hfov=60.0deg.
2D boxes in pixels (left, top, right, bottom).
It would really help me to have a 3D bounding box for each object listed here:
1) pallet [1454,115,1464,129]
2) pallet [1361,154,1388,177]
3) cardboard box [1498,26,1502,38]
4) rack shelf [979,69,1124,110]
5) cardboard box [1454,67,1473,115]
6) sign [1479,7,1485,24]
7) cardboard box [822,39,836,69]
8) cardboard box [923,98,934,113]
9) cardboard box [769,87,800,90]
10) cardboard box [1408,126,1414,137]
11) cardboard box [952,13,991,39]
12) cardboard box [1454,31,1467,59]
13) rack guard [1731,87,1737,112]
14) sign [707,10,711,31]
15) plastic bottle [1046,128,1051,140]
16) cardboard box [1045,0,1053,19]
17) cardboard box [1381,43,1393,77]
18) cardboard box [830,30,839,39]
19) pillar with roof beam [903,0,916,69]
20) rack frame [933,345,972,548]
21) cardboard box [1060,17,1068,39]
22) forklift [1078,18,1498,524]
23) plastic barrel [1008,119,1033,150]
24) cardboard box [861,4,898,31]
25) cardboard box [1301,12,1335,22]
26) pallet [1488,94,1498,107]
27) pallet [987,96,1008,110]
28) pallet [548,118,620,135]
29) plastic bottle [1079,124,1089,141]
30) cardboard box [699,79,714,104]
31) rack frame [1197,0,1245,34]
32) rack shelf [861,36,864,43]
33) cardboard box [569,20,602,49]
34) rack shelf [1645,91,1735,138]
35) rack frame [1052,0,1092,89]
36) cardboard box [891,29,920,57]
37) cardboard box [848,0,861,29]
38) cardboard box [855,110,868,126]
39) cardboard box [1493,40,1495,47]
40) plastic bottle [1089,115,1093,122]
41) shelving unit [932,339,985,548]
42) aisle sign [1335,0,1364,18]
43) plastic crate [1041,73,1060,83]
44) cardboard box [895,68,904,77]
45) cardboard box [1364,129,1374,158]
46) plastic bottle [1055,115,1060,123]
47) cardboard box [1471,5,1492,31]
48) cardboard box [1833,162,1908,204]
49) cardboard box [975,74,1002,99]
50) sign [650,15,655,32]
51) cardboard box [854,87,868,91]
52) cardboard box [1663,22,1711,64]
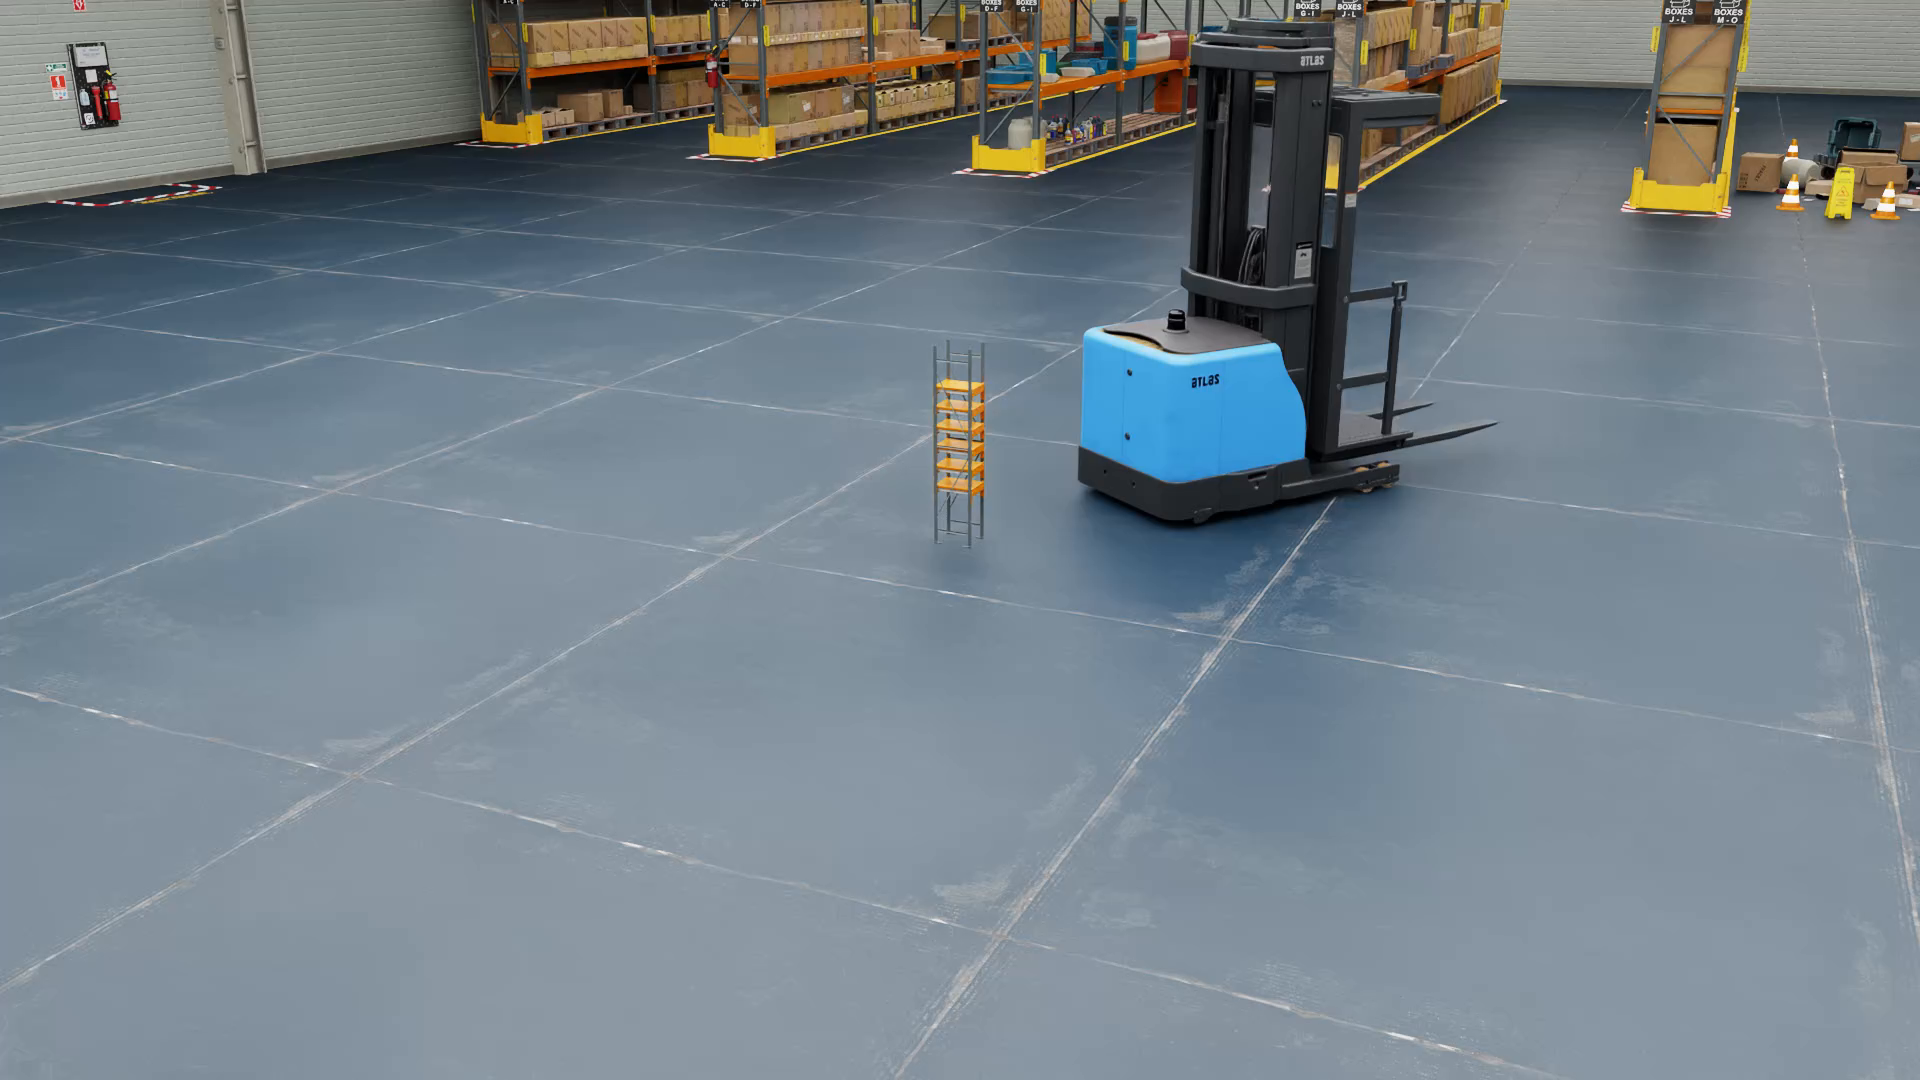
[{"bbox_3d":[9.478,-8.404,33.286,1.003,0.211,1.213,9,21,23],"label":"pallet"},{"bbox_3d":[6.206,-5.995,26.510,1.003,0.211,1.213,9,21,23],"label":"pallet"},{"bbox_3d":[11.905,-11.446,37.458,0.500,0.250,0.500,8,21,22],"label":"cardboard box"},{"bbox_3d":[1.610,-7.622,27.999,1.077,0.370,4.000,9,21,23],"label":"rack shelf"},{"bbox_3d":[9.614,-9.064,33.523,1.225,0.875,0.875,8,21,21],"label":"cardboard box"},{"bbox_3d":[10.722,-10.775,34.181,0.100,0.325,0.005,9,21,23],"label":"sign"},{"bbox_3d":[-2.684,-8.849,30.226,0.700,0.500,0.500,9,21,24],"label":"cardboard box"},{"bbox_3d":[-0.860,-8.873,33.919,0.500,0.250,0.500,9,22,24],"label":"cardboard box"},{"bbox_3d":[-3.177,-7.952,30.209,0.500,0.500,0.500,9,21,23],"label":"cardboard box"},{"bbox_3d":[7.660,-7.422,29.435,0.700,0.500,0.500,7,21,18],"label":"cardboard box"},{"bbox_3d":[0.253,-11.183,36.160,0.700,0.500,0.500,13,23,33],"label":"cardboard box"},{"bbox_3d":[9.655,-9.742,32.736,0.500,0.500,0.500,9,21,23],"label":"cardboard box"},{"bbox_3d":[16.314,-9.649,36.354,1.175,0.500,0.348,9,21,23],"label":"rack guard"},{"bbox_3d":[-4.216,-8.767,28.061,0.100,0.325,0.005,9,21,23],"label":"sign"},{"bbox_3d":[1.520,-7.024,28.762,0.097,0.201,0.097,0,20,0],"label":"plastic bottle"},{"bbox_3d":[1.848,-12.480,38.944,0.500,0.500,0.500,8,21,21],"label":"cardboard box"},{"bbox_3d":[6.357,-7.637,26.372,0.875,0.500,0.500,9,21,23],"label":"cardboard box"},{"bbox_3d":[-2.423,-9.183,30.196,0.380,0.149,0.250,8,21,22],"label":"cardboard box"},{"bbox_3d":[2.548,-16.780,43.723,9.100,9.000,0.400,9,21,23],"label":"pillar with roof beam"},{"bbox_3d":[-0.043,-0.533,9.677,0.240,1.200,0.006,9,21,23],"label":"rack frame"},{"bbox_3d":[2.265,-12.330,40.013,0.500,0.500,0.500,8,21,22],"label":"cardboard box"},{"bbox_3d":[2.296,-1.828,10.735,3.031,2.935,1.130,-11,23,-29],"label":"forklift"},{"bbox_3d":[0.990,-6.587,27.101,0.421,0.512,0.421,0,20,0],"label":"plastic barrel"},{"bbox_3d":[-2.183,-13.361,42.613,0.980,0.700,0.700,8,21,22],"label":"cardboard box"},{"bbox_3d":[5.309,-7.531,24.582,0.500,0.500,0.500,9,21,23],"label":"cardboard box"},{"bbox_3d":[11.605,-9.992,37.751,1.003,0.211,1.213,9,21,23],"label":"pallet"},{"bbox_3d":[0.390,-9.757,37.090,1.003,0.211,1.213,9,21,23],"label":"pallet"},{"bbox_3d":[-7.351,-8.034,32.244,1.003,0.211,1.213,9,21,23],"label":"pallet"},{"bbox_3d":[2.147,-7.054,28.735,0.152,0.276,0.135,9,21,24],"label":"plastic bottle"},{"bbox_3d":[-5.714,-9.660,35.728,0.700,0.500,0.500,8,21,22],"label":"cardboard box"},{"bbox_3d":[5.705,-11.018,36.474,1.000,3.000,0.127,9,21,23],"label":"rack frame"},{"bbox_3d":[-2.515,-12.650,42.136,1.077,0.370,4.000,9,21,23],"label":"rack shelf"},{"bbox_3d":[-7.149,-9.572,31.483,0.500,0.500,0.500,9,22,24],"label":"cardboard box"},{"bbox_3d":[10.612,-6.231,24.087,1.077,0.370,4.000,9,21,23],"label":"rack shelf"},{"bbox_3d":[2.825,-12.922,41.827,1.000,3.000,0.127,9,21,23],"label":"rack frame"},{"bbox_3d":[-1.123,-10.008,33.485,0.500,0.500,0.500,7,21,20],"label":"cardboard box"},{"bbox_3d":[-2.265,-9.775,30.894,0.700,0.500,0.500,9,21,23],"label":"cardboard box"},{"bbox_3d":[-2.079,-7.984,31.419,0.500,0.250,0.500,9,21,23],"label":"cardboard box"},{"bbox_3d":[11.599,-10.977,36.732,0.380,0.149,0.250,8,21,21],"label":"cardboard box"},{"bbox_3d":[2.296,-7.315,29.359,0.144,0.351,0.185,9,21,23],"label":"plastic bottle"},{"bbox_3d":[-0.006,-0.561,9.755,0.258,1.200,0.189,9,21,23],"label":"shelving unit"},{"bbox_3d":[5.558,-7.835,23.644,0.394,0.787,0.004,9,21,23],"label":"aisle sign"},{"bbox_3d":[1.451,-7.455,26.849,0.298,0.136,0.250,9,21,23],"label":"plastic crate"},{"bbox_3d":[-1.891,-12.393,43.443,0.700,0.500,0.500,9,21,23],"label":"cardboard box"},{"bbox_3d":[6.337,-6.420,26.647,0.500,0.500,0.500,7,21,18],"label":"cardboard box"},{"bbox_3d":[1.719,-7.342,29.434,0.144,0.351,0.185,9,22,24],"label":"plastic bottle"},{"bbox_3d":[11.070,-11.182,35.595,0.500,0.500,0.500,8,21,21],"label":"cardboard box"},{"bbox_3d":[12.760,-5.019,23.330,0.797,0.503,0.637,-5,20,-15],"label":"cardboard box"},{"bbox_3d":[0.624,-10.079,36.908,0.500,0.500,0.500,8,21,21],"label":"cardboard box"},{"bbox_3d":[-6.112,-10.268,33.072,0.100,0.325,0.005,9,21,23],"label":"sign"},{"bbox_3d":[-1.977,-8.743,32.717,0.500,0.311,0.500,9,22,24],"label":"cardboard box"},{"bbox_3d":[10.121,-6.827,22.854,0.875,0.550,0.550,9,21,23],"label":"cardboard box"}]
